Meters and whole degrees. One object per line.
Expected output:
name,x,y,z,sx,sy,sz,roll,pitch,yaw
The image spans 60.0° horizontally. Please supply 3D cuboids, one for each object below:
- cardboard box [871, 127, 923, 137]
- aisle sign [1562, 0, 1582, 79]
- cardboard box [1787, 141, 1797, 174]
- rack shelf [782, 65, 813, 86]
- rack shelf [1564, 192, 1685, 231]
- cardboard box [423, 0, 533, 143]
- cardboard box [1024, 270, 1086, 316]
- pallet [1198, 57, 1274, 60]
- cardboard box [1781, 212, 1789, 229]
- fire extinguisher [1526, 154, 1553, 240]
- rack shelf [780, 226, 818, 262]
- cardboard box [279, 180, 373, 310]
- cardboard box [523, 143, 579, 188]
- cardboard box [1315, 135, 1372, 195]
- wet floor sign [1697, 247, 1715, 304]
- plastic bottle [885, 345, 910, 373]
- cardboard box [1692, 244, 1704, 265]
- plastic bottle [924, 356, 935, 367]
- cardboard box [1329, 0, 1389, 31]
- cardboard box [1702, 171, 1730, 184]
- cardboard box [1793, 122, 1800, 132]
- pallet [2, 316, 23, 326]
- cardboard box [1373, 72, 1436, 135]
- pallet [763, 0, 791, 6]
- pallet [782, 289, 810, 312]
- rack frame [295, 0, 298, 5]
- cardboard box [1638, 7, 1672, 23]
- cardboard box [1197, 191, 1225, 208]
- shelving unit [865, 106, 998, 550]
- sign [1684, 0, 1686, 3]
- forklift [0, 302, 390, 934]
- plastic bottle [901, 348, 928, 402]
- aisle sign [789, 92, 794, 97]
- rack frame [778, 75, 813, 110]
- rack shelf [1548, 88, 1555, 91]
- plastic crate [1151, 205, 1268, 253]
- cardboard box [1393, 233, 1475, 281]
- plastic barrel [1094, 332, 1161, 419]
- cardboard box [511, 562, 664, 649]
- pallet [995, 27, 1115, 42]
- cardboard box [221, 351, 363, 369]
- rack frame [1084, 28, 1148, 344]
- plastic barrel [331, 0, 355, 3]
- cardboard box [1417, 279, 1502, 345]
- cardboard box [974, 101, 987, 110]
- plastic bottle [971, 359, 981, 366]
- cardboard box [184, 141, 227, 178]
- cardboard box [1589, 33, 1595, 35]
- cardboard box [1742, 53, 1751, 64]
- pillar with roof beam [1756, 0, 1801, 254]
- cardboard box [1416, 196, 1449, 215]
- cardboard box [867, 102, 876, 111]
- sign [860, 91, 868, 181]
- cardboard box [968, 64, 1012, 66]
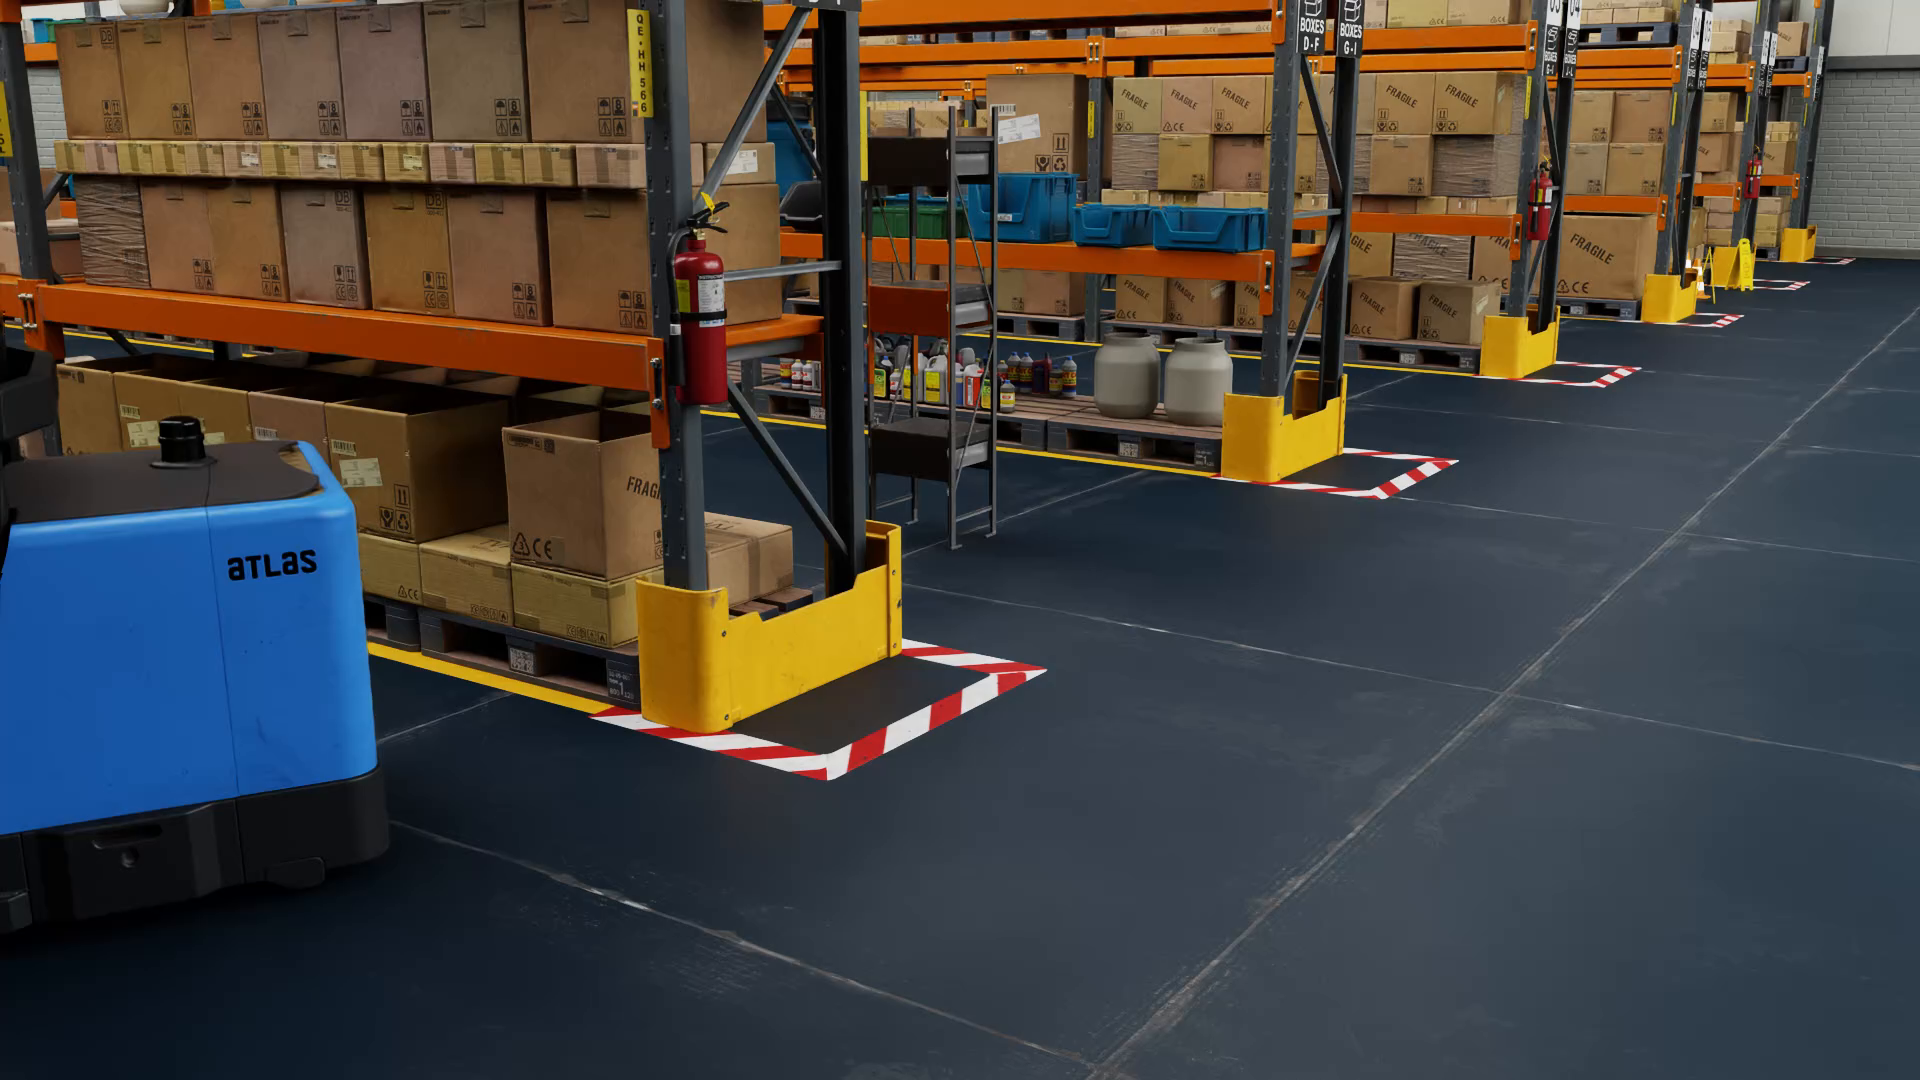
cardboard box,-0.809,-4.113,17.616,0.500,0.500,0.700,12,19,41
aisle sign,5.059,-4.221,13.722,0.004,0.787,0.394,9,17,33
cardboard box,12.882,-6.044,26.288,0.500,0.500,0.500,10,17,35
rack shelf,-3.458,-5.355,18.970,4.000,0.370,1.077,9,17,33
rack shelf,6.033,-3.802,18.937,4.000,0.370,1.077,9,17,33
cardboard box,-1.555,-1.753,6.254,0.500,0.500,0.700,9,16,31
cardboard box,1.024,-2.531,16.591,0.500,0.500,0.700,8,16,29
pallet,3.585,-5.896,20.053,1.217,0.209,0.805,8,16,31
cardboard box,12.864,-5.090,26.450,0.500,0.250,0.500,10,17,34
fire extinguisher,4.678,-2.763,13.402,0.183,0.674,0.296,9,17,33
rack shelf,-2.903,-2.375,13.174,4.000,0.370,1.077,9,17,33
cardboard box,-2.358,-1.254,6.937,0.500,0.500,0.700,10,17,34
cardboard box,-1.333,-1.344,5.953,0.250,0.149,0.380,10,17,34
cardboard box,3.526,-3.298,14.578,0.500,0.500,0.875,9,17,33
wet floor sign,8.821,-3.131,19.629,0.232,0.644,0.267,6,15,23
plastic bottle,-0.451,-1.260,11.925,0.135,0.276,0.152,9,17,33
cardboard box,9.856,-3.916,22.748,0.500,0.250,0.500,9,17,32
plastic bottle,-0.234,-1.107,11.307,0.135,0.276,0.152,9,17,33
cardboard box,3.462,-4.442,14.093,0.500,0.250,0.500,10,17,34
cardboard box,9.941,-4.769,21.869,0.250,0.149,0.380,10,17,35
cardboard box,12.979,-6.469,26.037,0.250,0.149,0.380,9,16,32
pallet,-9.530,-2.430,17.700,1.213,0.211,1.003,9,17,33
cardboard box,3.828,-3.676,14.024,0.500,0.500,0.500,9,17,33
pallet,-0.590,-3.744,11.354,1.003,0.211,1.213,9,17,33
pallet,-2.410,-2.748,18.983,1.213,0.211,1.003,9,17,33
rack frame,-8.436,-7.965,21.773,0.127,3.000,1.000,9,17,33
cardboard box,7.227,-5.446,17.281,0.250,0.149,0.380,9,17,33
cardboard box,2.352,-3.096,15.109,0.250,0.149,0.380,9,17,33
shelving unit,-0.137,-1.041,8.161,0.503,2.100,0.431,9,17,33
sign,7.378,-5.624,16.880,0.005,0.325,0.100,9,17,33
forklift,-3.129,-0.439,3.996,3.031,2.935,1.130,-7,15,-26
plastic bottle,-0.296,-1.111,11.165,0.185,0.351,0.144,9,17,32
aisle sign,-3.127,-8.243,29.969,0.004,0.787,0.394,9,17,33
rack frame,-2.265,-5.492,24.268,0.127,3.000,1.000,9,17,33
rack shelf,8.159,-7.785,28.785,4.000,0.370,1.077,9,17,33
plastic crate,1.494,-1.855,9.885,0.616,0.251,0.499,9,17,33
cardboard box,5.606,-3.373,19.256,0.875,0.875,0.875,9,17,33
plastic barrel,1.071,-1.056,10.652,0.421,0.512,0.421,0,14,0
cardboard box,-1.302,0.185,6.182,0.500,0.250,0.500,9,17,33
pallet,1.068,-4.913,16.076,1.003,0.211,1.213,9,17,33
cardboard box,-3.096,-0.614,7.851,0.500,0.500,0.500,9,17,33
rack frame,1.521,-3.444,15.993,0.127,3.000,1.000,9,17,33
plastic barrel,-5.032,-4.938,14.018,0.708,0.830,0.600,9,17,33
cardboard box,4.331,-1.985,14.428,0.500,0.500,0.500,13,19,43
cardboard box,0.297,-7.436,28.479,0.250,0.149,0.380,9,16,32
plastic bottle,0.125,-1.181,11.758,0.097,0.201,0.097,0,14,0
cardboard box,-3.048,-1.621,7.072,0.250,0.149,0.380,9,16,31
cardboard box,8.467,-6.842,22.340,0.250,0.149,0.380,10,17,34
cardboard box,10.277,-6.327,21.919,0.250,0.149,0.380,9,17,33
pillar with roof beam,10.661,-8.200,22.723,0.400,9.000,9.100,9,17,33
cardboard box,4.045,-2.840,14.074,0.250,0.149,0.380,9,17,33
cardboard box,-1.502,-7.559,28.977,0.250,0.149,0.380,9,16,31
sign,-0.377,-1.501,6.179,0.005,0.325,0.100,9,17,33
cardboard box,0.438,-6.486,21.833,0.500,0.500,0.500,9,17,33
